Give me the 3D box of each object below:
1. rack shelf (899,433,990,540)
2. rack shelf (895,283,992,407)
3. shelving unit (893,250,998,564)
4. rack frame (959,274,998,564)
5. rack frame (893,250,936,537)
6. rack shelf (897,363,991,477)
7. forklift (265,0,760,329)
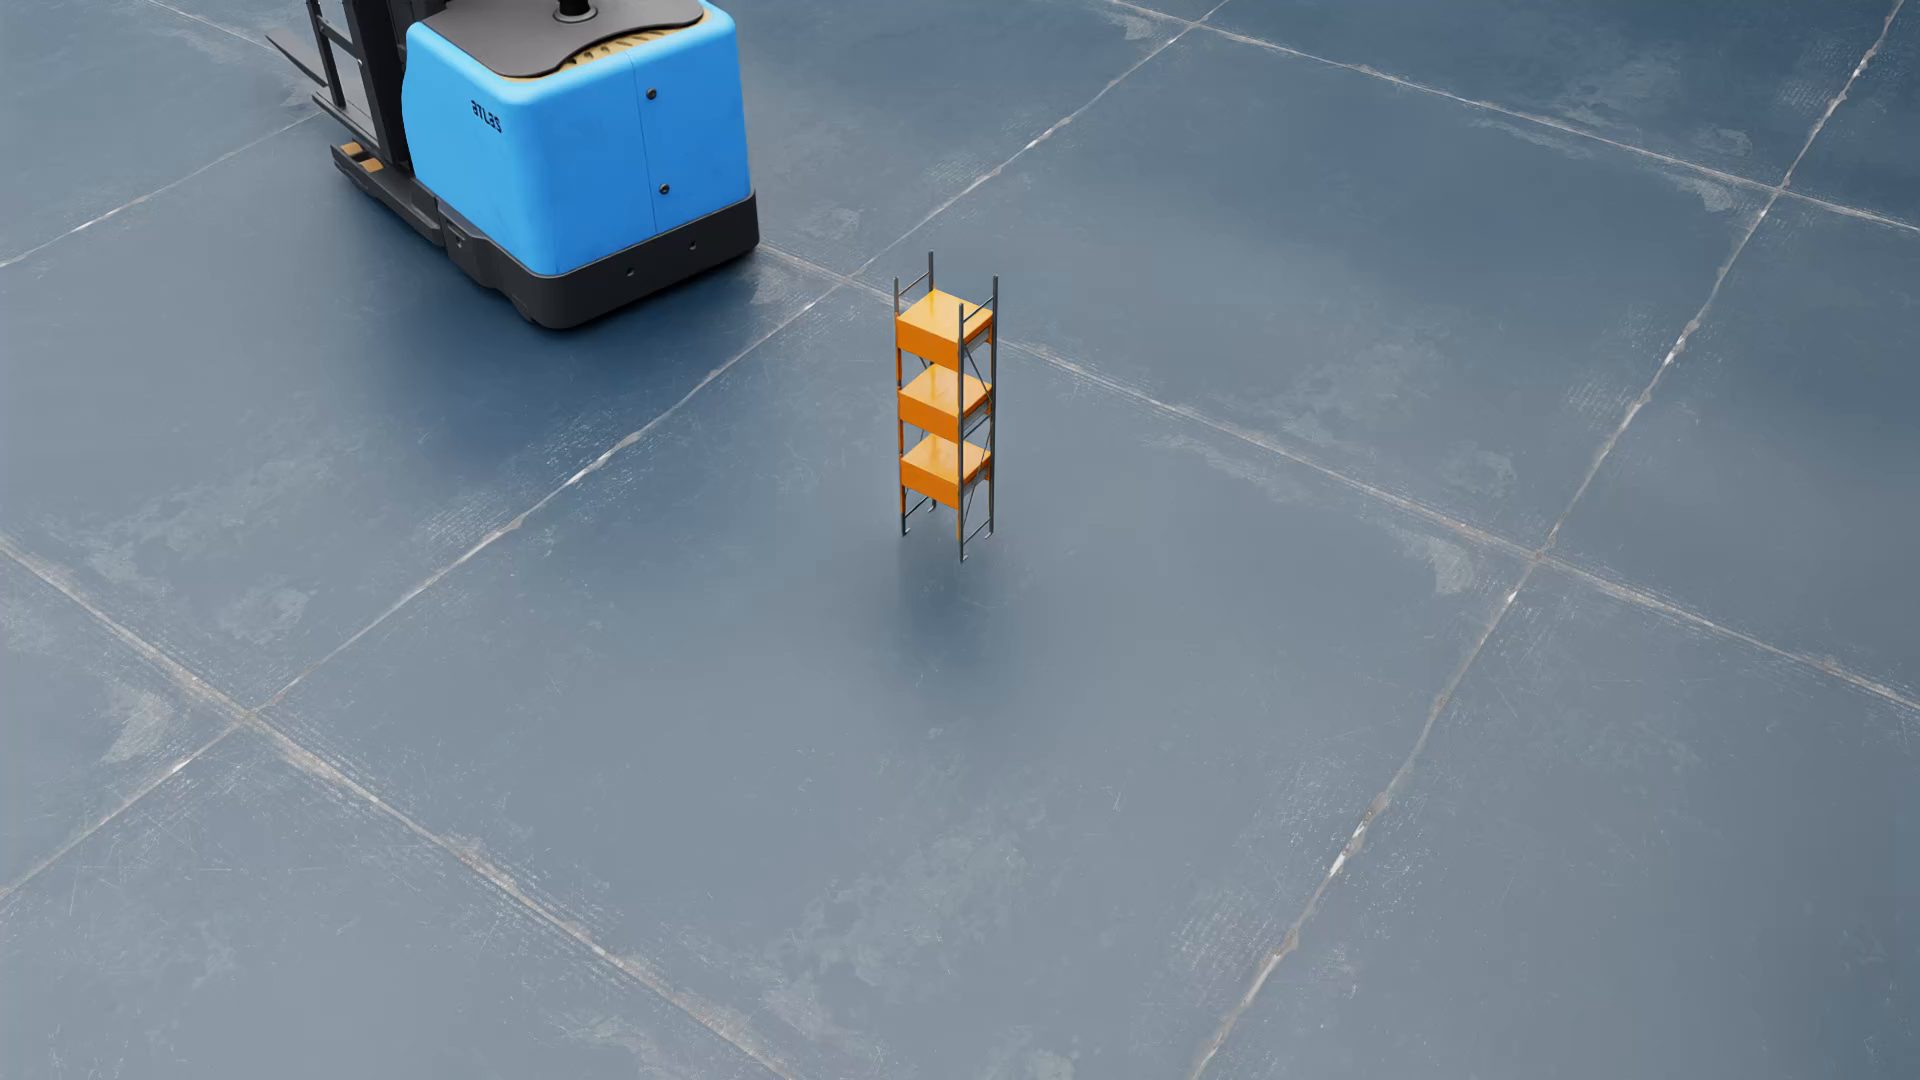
[{"bbox_3d":[-0.044,-0.197,5.615,0.240,0.259,0.215,25,48,25],"label":"rack shelf"},{"bbox_3d":[-0.044,-0.615,5.241,0.240,0.259,0.215,25,48,25],"label":"rack shelf"},{"bbox_3d":[-0.044,-0.412,5.423,0.252,1.050,0.215,25,48,25],"label":"shelving unit"},{"bbox_3d":[0.056,-0.365,5.371,0.008,1.050,0.200,25,48,25],"label":"rack frame"},{"bbox_3d":[-0.144,-0.458,5.475,0.008,1.050,0.200,25,48,25],"label":"rack frame"},{"bbox_3d":[-0.044,-0.404,5.430,0.240,0.259,0.215,25,48,25],"label":"rack shelf"},{"bbox_3d":[-2.198,-2.834,6.719,1.130,2.935,3.031,-30,50,-29],"label":"forklift"}]
